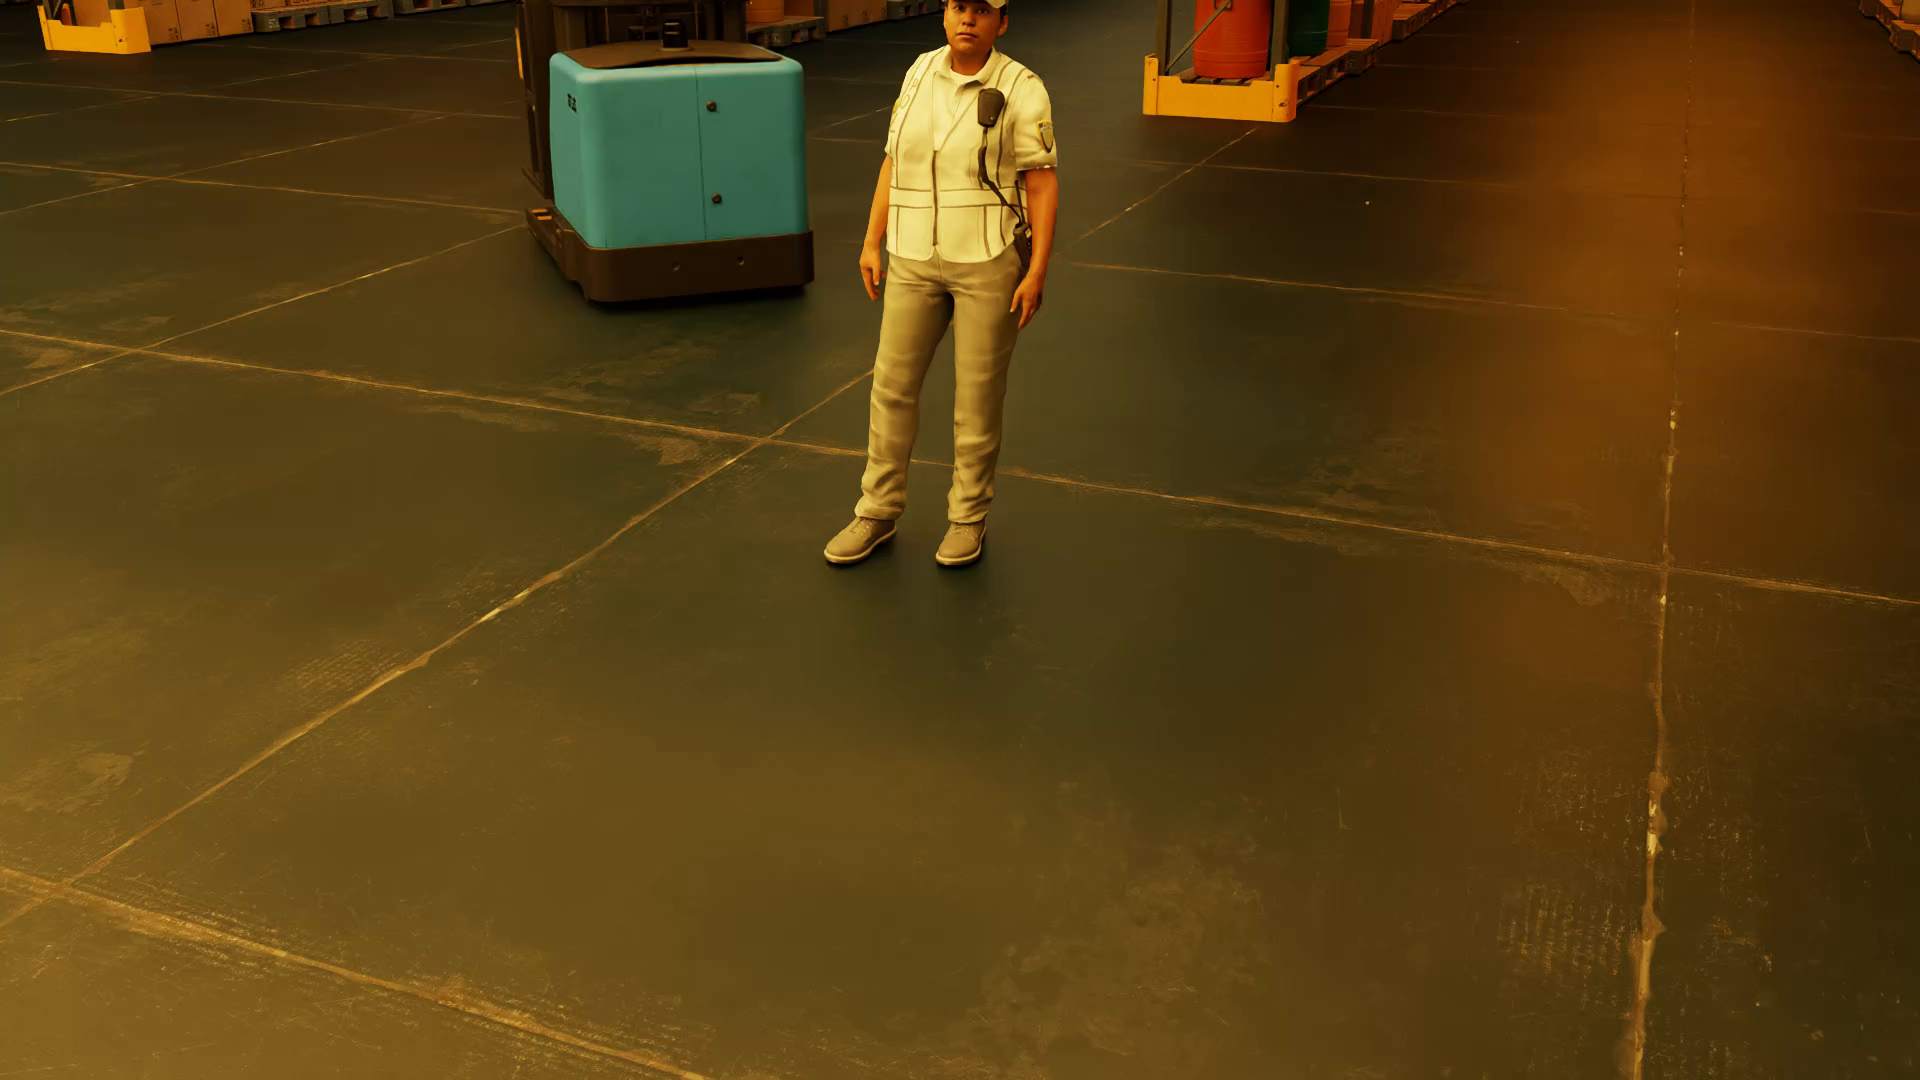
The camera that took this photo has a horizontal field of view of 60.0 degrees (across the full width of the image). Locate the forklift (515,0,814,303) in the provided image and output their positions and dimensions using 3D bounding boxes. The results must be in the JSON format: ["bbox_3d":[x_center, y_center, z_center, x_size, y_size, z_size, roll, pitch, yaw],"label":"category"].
[{"bbox_3d":[-1.700,-2.957,8.368,1.130,2.935,3.031,-9,24,-20],"label":"forklift"}]

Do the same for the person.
[{"bbox_3d":[-0.050,-0.752,4.711,0.599,1.670,0.529,9,24,21],"label":"person"}]
